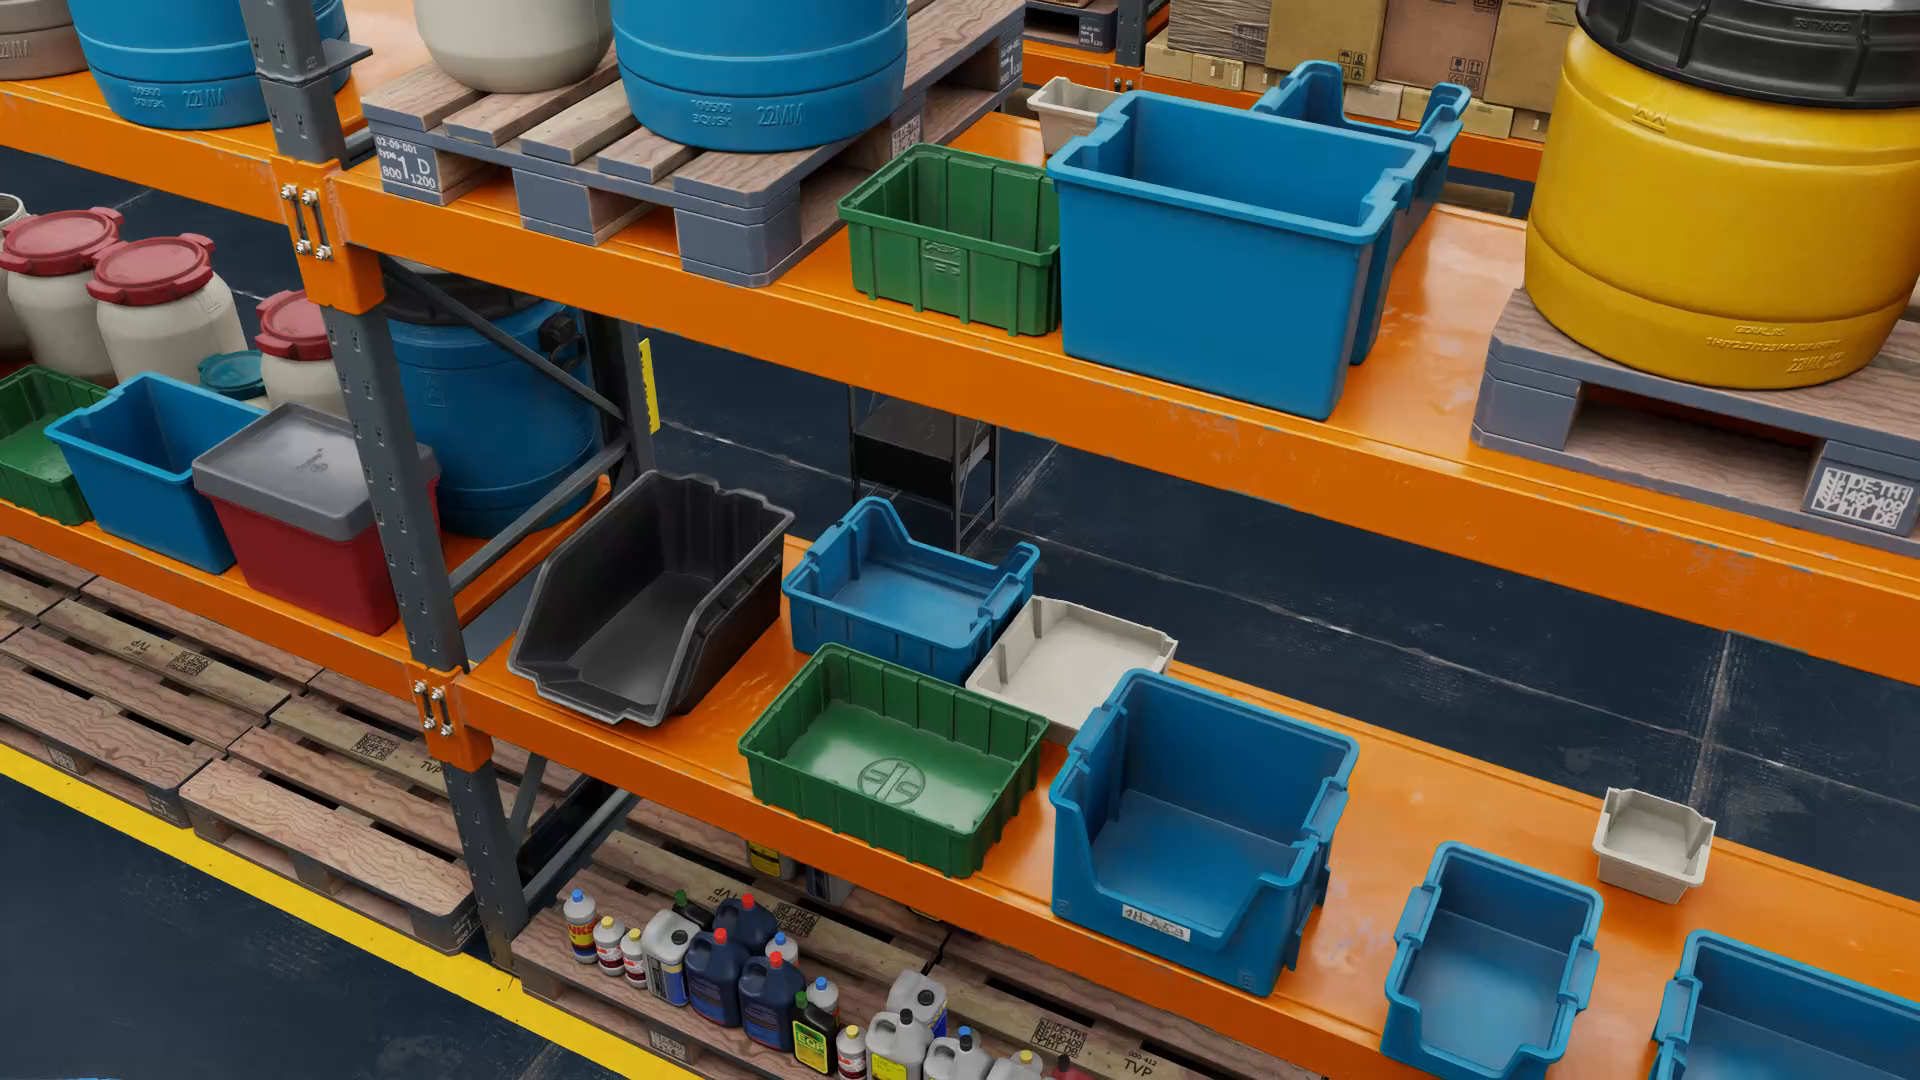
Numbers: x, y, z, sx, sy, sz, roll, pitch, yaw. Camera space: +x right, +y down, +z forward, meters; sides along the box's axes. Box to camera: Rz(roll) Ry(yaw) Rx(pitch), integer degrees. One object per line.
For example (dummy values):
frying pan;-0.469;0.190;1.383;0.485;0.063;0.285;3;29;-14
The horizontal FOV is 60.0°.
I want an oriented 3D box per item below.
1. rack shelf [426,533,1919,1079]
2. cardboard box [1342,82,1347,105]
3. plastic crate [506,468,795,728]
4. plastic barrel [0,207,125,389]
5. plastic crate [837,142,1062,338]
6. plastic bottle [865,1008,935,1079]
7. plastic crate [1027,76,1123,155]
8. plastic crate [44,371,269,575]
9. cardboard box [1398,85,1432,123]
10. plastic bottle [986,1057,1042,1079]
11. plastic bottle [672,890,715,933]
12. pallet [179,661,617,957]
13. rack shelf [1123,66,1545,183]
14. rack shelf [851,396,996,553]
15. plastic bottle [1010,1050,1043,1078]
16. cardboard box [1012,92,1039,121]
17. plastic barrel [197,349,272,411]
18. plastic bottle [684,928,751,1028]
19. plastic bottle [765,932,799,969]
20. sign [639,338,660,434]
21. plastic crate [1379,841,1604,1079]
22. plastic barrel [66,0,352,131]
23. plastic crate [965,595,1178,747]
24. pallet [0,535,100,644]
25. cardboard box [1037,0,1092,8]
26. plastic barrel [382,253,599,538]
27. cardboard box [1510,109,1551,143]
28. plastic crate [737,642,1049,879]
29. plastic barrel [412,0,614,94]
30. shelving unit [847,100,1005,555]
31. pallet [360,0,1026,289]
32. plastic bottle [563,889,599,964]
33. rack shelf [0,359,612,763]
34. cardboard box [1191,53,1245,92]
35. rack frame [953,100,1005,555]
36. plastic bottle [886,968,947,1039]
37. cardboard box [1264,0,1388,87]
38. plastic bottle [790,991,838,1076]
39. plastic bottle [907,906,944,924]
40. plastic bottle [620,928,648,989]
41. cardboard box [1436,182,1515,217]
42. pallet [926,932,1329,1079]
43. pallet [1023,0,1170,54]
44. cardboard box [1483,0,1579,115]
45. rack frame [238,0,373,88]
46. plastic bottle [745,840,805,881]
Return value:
rack shelf;0.536;0.784;4.332;4.000;0.370;1.077;17;41;21
cardboard box;1.767;-2.201;7.877;0.250;0.149;0.380;17;41;21
plastic crate;-0.834;0.180;4.584;0.504;0.338;0.767;17;41;21
plastic barrel;-3.025;-0.821;5.738;0.433;0.535;0.433;0;37;0
plastic crate;0.036;-0.584;3.233;0.450;0.188;0.336;17;41;21
plastic bottle;-0.169;1.439;4.700;0.185;0.351;0.144;17;40;21
plastic crate;0.371;-0.919;3.717;0.396;0.136;0.243;17;41;21
plastic crate;-2.363;-0.192;5.036;0.575;0.384;0.392;17;41;21
cardboard box;2.212;-2.062;7.694;0.250;0.149;0.380;17;41;21
plastic bottle;0.145;1.564;4.597;0.135;0.276;0.152;16;40;20
plastic bottle;-0.811;1.190;5.085;0.133;0.283;0.061;17;41;21
pallet;-1.955;0.854;5.950;1.213;0.211;1.003;17;41;21
rack shelf;2.814;-1.875;7.835;4.000;0.370;1.077;17;41;21
rack shelf;-0.147;-0.314;7.107;0.480;0.518;0.431;17;41;21
plastic bottle;0.186;1.522;4.715;0.097;0.201;0.097;0;37;0
cardboard box;0.502;-2.080;9.213;0.500;0.500;0.700;14;39;18
plastic barrel;-2.345;-0.454;5.482;0.301;0.262;0.301;0;37;0
plastic bottle;-0.714;1.268;4.925;0.185;0.351;0.144;18;41;23
plastic bottle;-0.530;1.275;4.982;0.097;0.271;0.097;0;37;0
sign;-0.977;-0.461;5.148;0.005;0.325;0.100;17;41;21
plastic crate;1.156;0.950;3.640;0.408;0.251;0.499;17;41;21
plastic barrel;-1.792;-1.478;3.821;0.708;0.901;0.600;17;41;21
plastic crate;0.318;0.362;4.511;0.437;0.136;0.530;17;41;21
pallet;-4.122;0.176;6.844;1.213;0.211;1.003;17;41;21
cardboard box;0.397;-3.420;8.432;1.000;1.000;1.000;18;41;22
plastic barrel;-1.444;-0.529;5.051;0.708;0.901;0.600;17;41;21
cardboard box;2.671;-1.942;7.535;0.250;0.149;0.380;17;41;21
plastic crate;-0.165;0.555;4.214;0.662;0.188;0.450;17;41;21
plastic barrel;-0.948;-1.240;3.482;0.421;0.512;0.421;0;37;0
shelving unit;-0.147;-0.882;6.676;0.503;2.100;0.431;17;41;21
pallet;-0.555;-1.030;3.802;1.003;0.211;1.213;17;41;21
plastic bottle;-1.159;1.177;5.112;0.097;0.271;0.097;0;37;0
rack shelf;-3.016;-0.328;5.797;4.000;0.370;1.077;17;41;21
cardboard box;1.306;-2.320;8.033;0.250;0.149;0.380;17;41;21
rack frame;0.070;-0.815;6.586;0.015;2.100;0.400;17;41;21
plastic bottle;-0.123;1.382;4.837;0.135;0.276;0.152;17;41;21
cardboard box;1.837;-2.560;7.813;0.500;0.500;0.875;17;41;21
plastic bottle;-0.419;1.416;4.787;0.133;0.283;0.061;19;41;23
plastic bottle;-0.103;1.078;5.232;0.133;0.283;0.061;17;41;21
plastic bottle;-0.978;1.261;5.058;0.097;0.201;0.097;0;37;0
cardboard box;2.474;-1.471;8.428;0.500;0.500;0.500;14;39;18
pallet;0.424;1.599;4.968;1.213;0.211;1.003;17;41;21
pallet;0.426;-2.932;8.791;1.213;0.211;1.003;17;41;21
cardboard box;2.752;-2.314;7.489;0.500;0.500;0.875;17;41;21
rack frame;-1.240;-2.448;3.033;0.127;3.000;1.000;17;41;21
plastic bottle;-0.602;0.923;5.381;0.185;0.351;0.144;17;41;21
